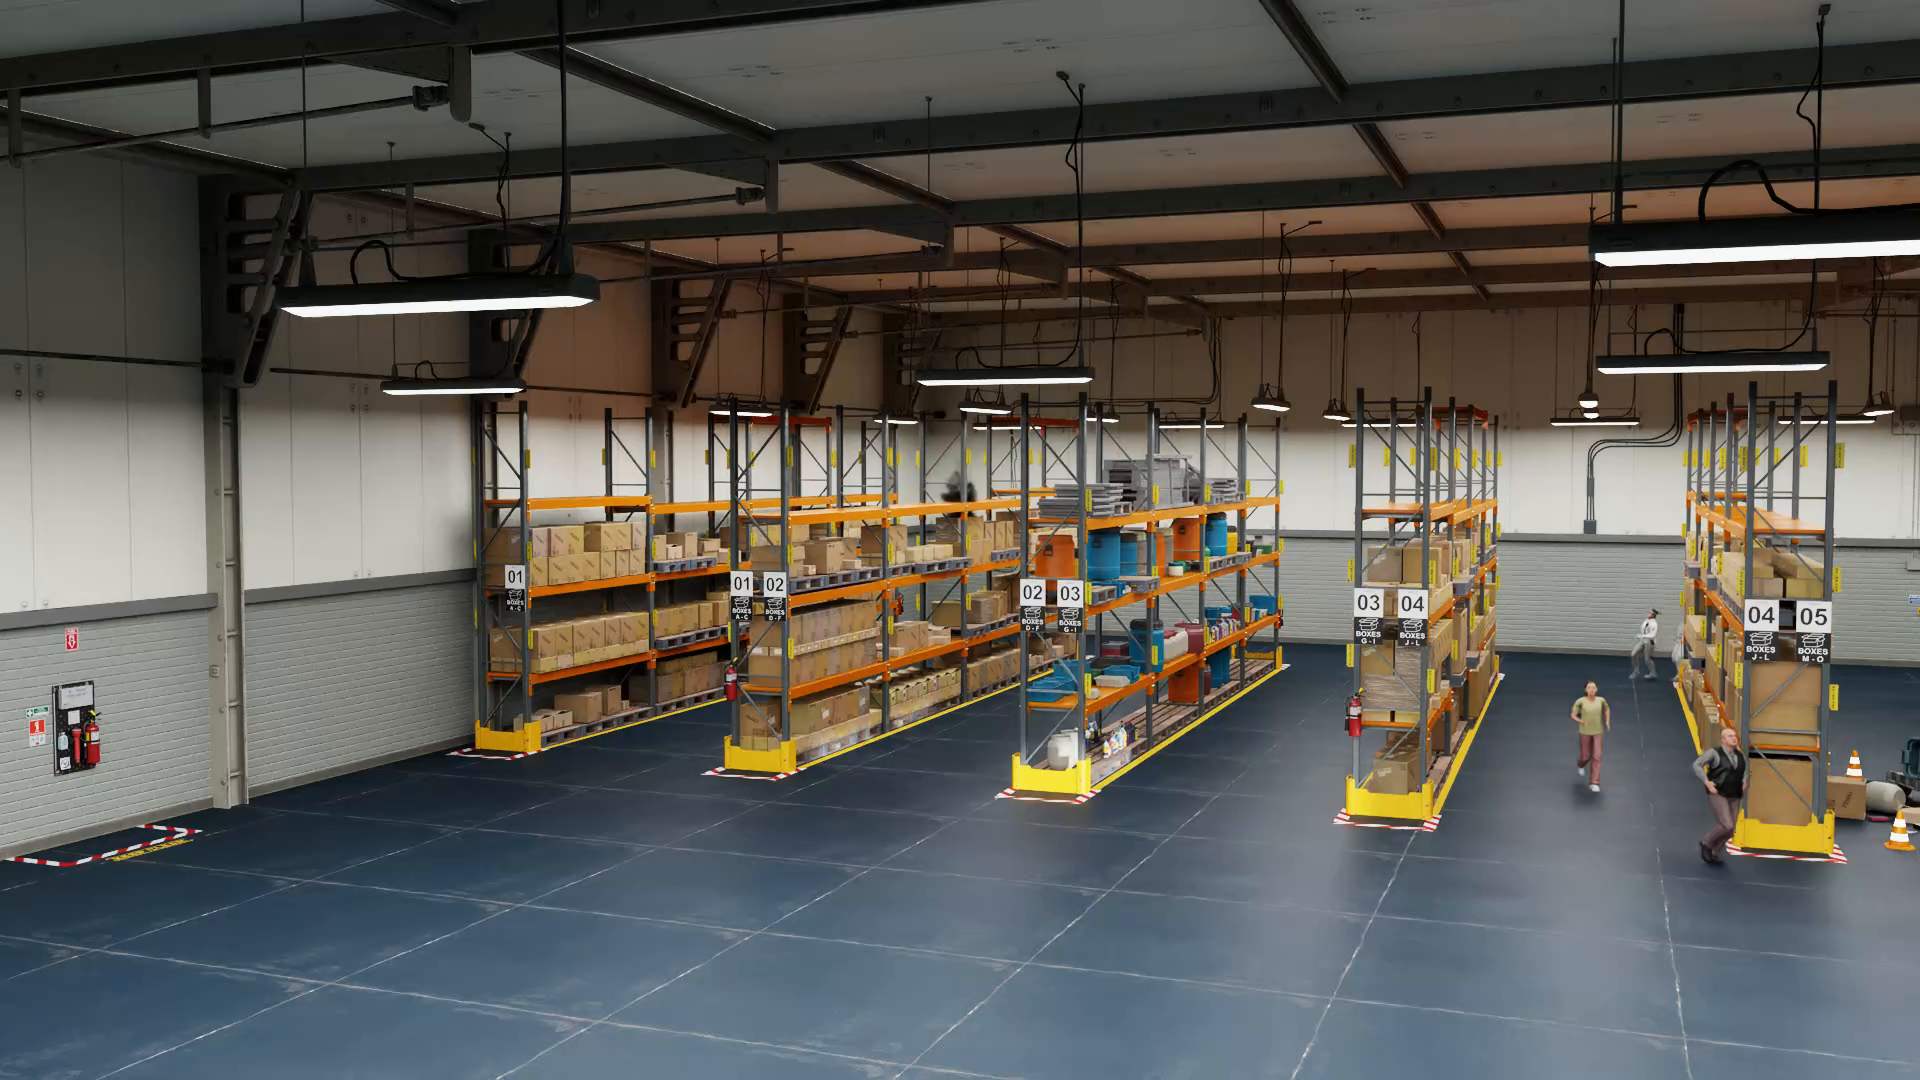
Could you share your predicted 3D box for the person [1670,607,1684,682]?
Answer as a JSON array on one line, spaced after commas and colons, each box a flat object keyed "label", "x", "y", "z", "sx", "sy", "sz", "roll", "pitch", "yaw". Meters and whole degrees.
[{"label": "person", "x": 16.273, "y": 2.317, "z": 37.354, "sx": 0.563, "sy": 1.747, "sz": 0.622, "roll": 0, "pitch": 3, "yaw": -1}]

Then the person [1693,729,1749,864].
[{"label": "person", "x": 9.419, "y": 3.159, "z": 20.427, "sx": 0.691, "sy": 1.677, "sz": 0.541, "roll": -1, "pitch": 3, "yaw": -13}]

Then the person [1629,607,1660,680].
[{"label": "person", "x": 15.514, "y": 2.339, "z": 37.491, "sx": 0.663, "sy": 1.667, "sz": 0.595, "roll": -1, "pitch": 3, "yaw": -12}]

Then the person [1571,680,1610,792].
[{"label": "person", "x": 9.591, "y": 2.944, "z": 25.250, "sx": 0.592, "sy": 1.633, "sz": 0.970, "roll": 0, "pitch": 3, "yaw": 10}]
